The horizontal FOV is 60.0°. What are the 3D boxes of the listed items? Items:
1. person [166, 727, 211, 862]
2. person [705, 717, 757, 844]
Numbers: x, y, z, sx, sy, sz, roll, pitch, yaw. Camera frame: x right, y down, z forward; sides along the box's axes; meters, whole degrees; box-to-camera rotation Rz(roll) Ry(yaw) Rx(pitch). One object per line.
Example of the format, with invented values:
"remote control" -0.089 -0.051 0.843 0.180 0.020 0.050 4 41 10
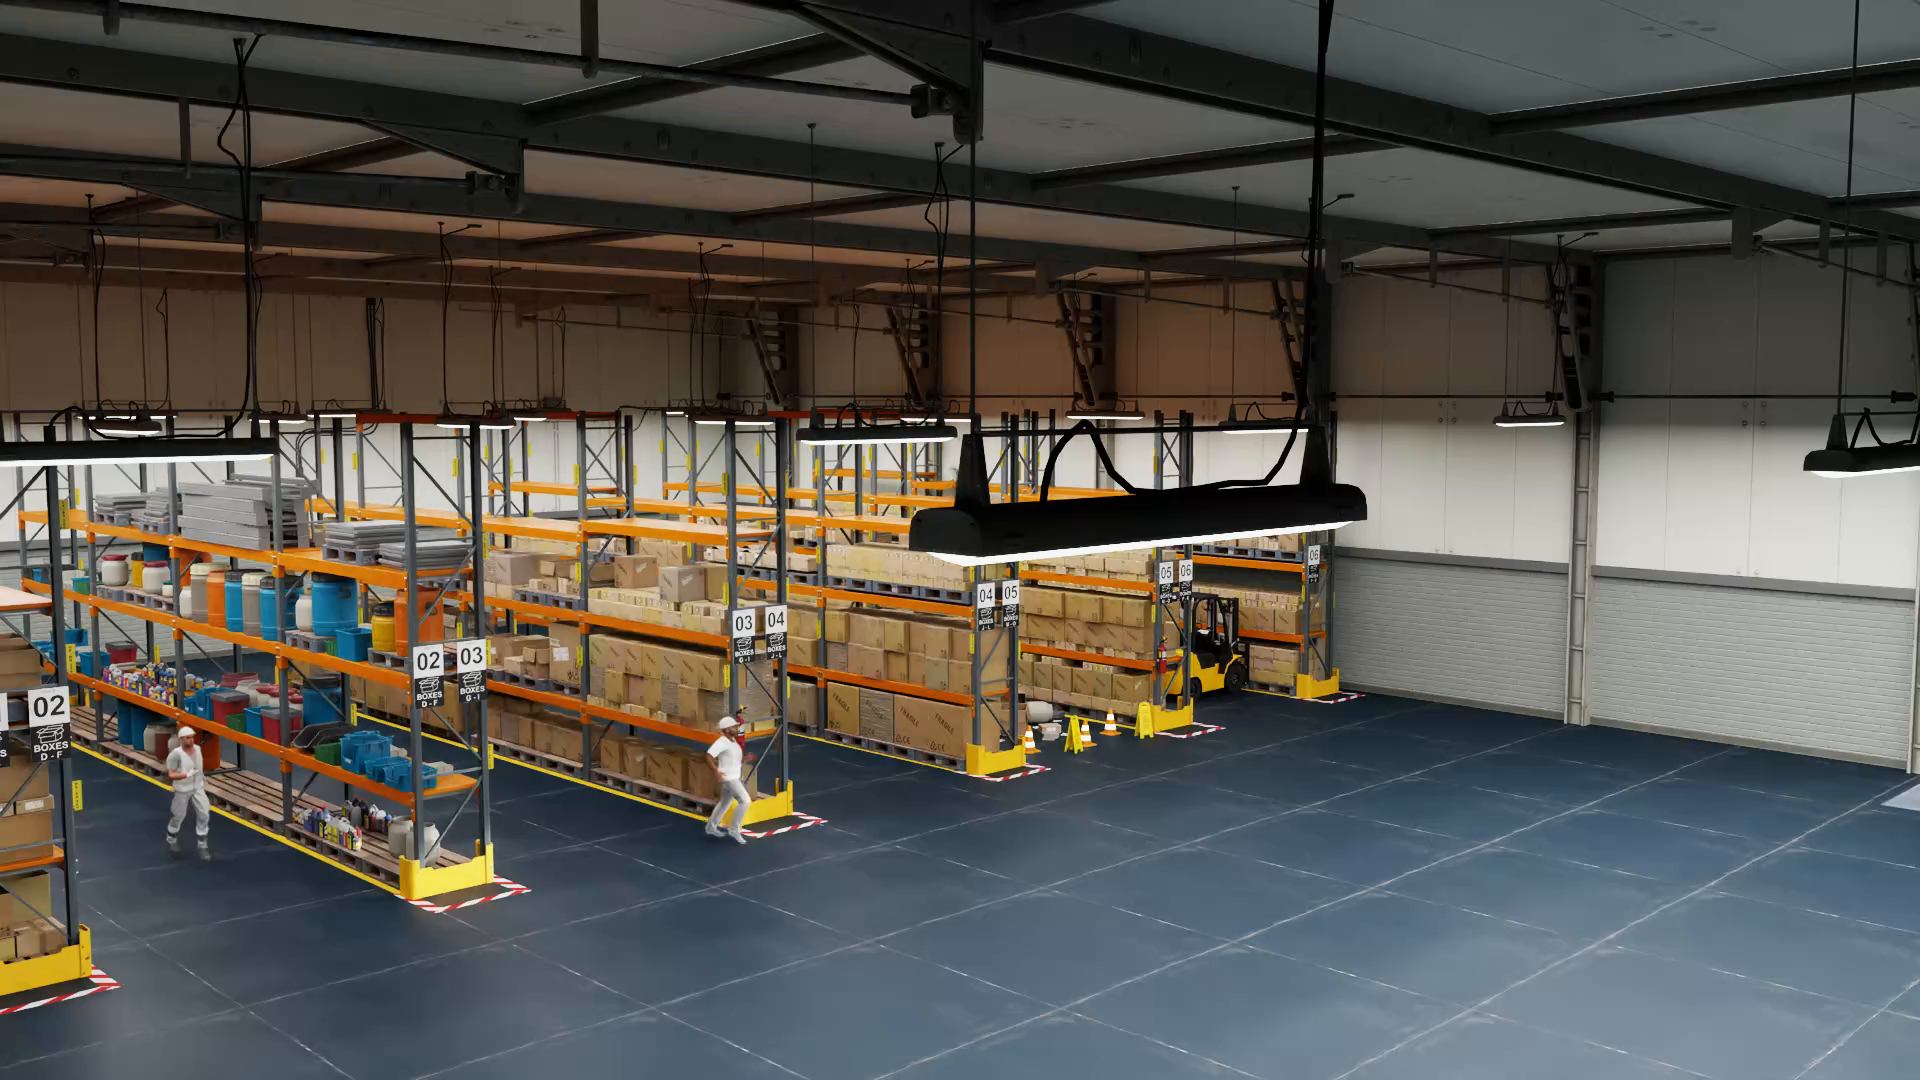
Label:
"person" -10.560 3.453 22.738 0.886 1.840 0.646 3 6 35
"person" -3.258 3.408 23.574 0.756 1.817 0.676 0 5 -1
